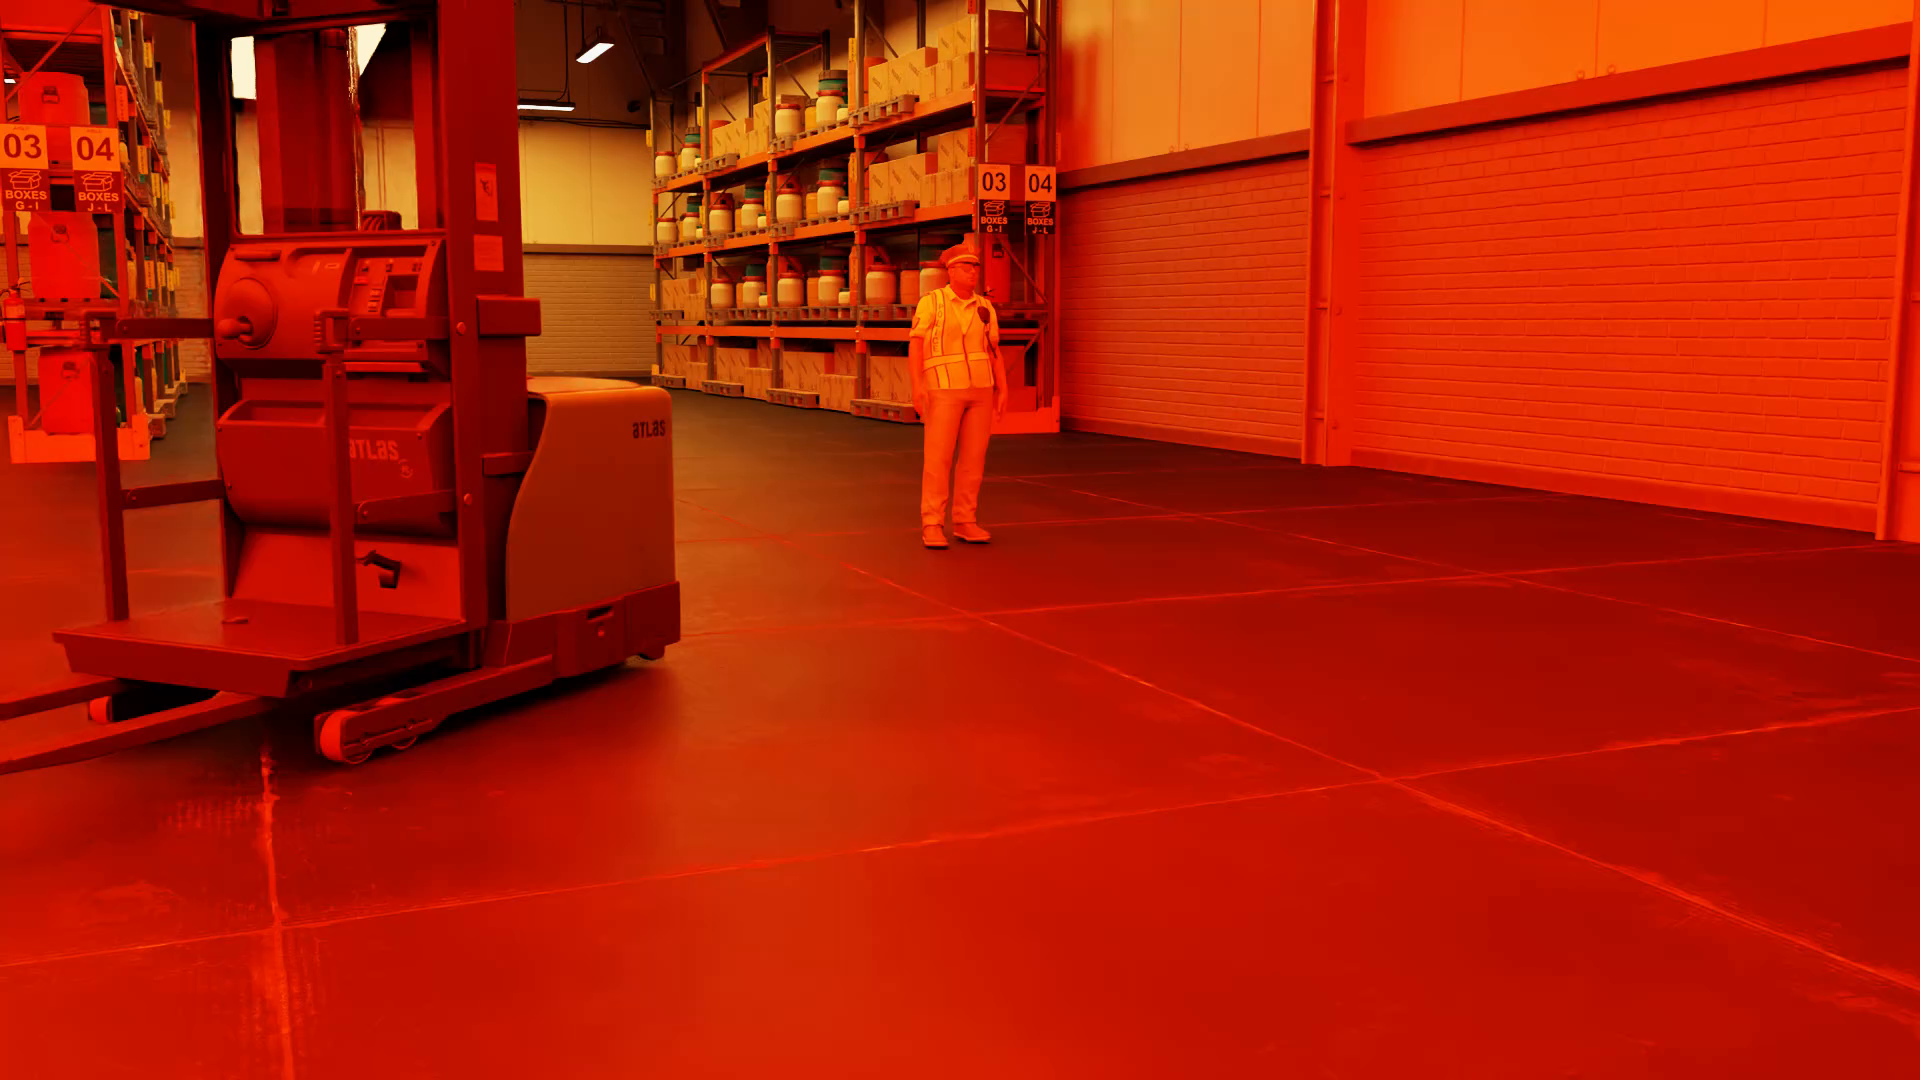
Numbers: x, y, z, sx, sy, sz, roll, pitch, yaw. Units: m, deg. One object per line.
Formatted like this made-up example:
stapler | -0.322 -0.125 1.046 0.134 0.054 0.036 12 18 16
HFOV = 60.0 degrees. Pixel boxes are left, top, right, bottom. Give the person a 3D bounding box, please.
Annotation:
person | 0.020 -0.880 9.961 0.640 1.781 0.575 -3 8 -23

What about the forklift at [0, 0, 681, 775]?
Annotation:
forklift | -2.182 -0.839 5.304 1.130 2.935 3.031 3 8 24
